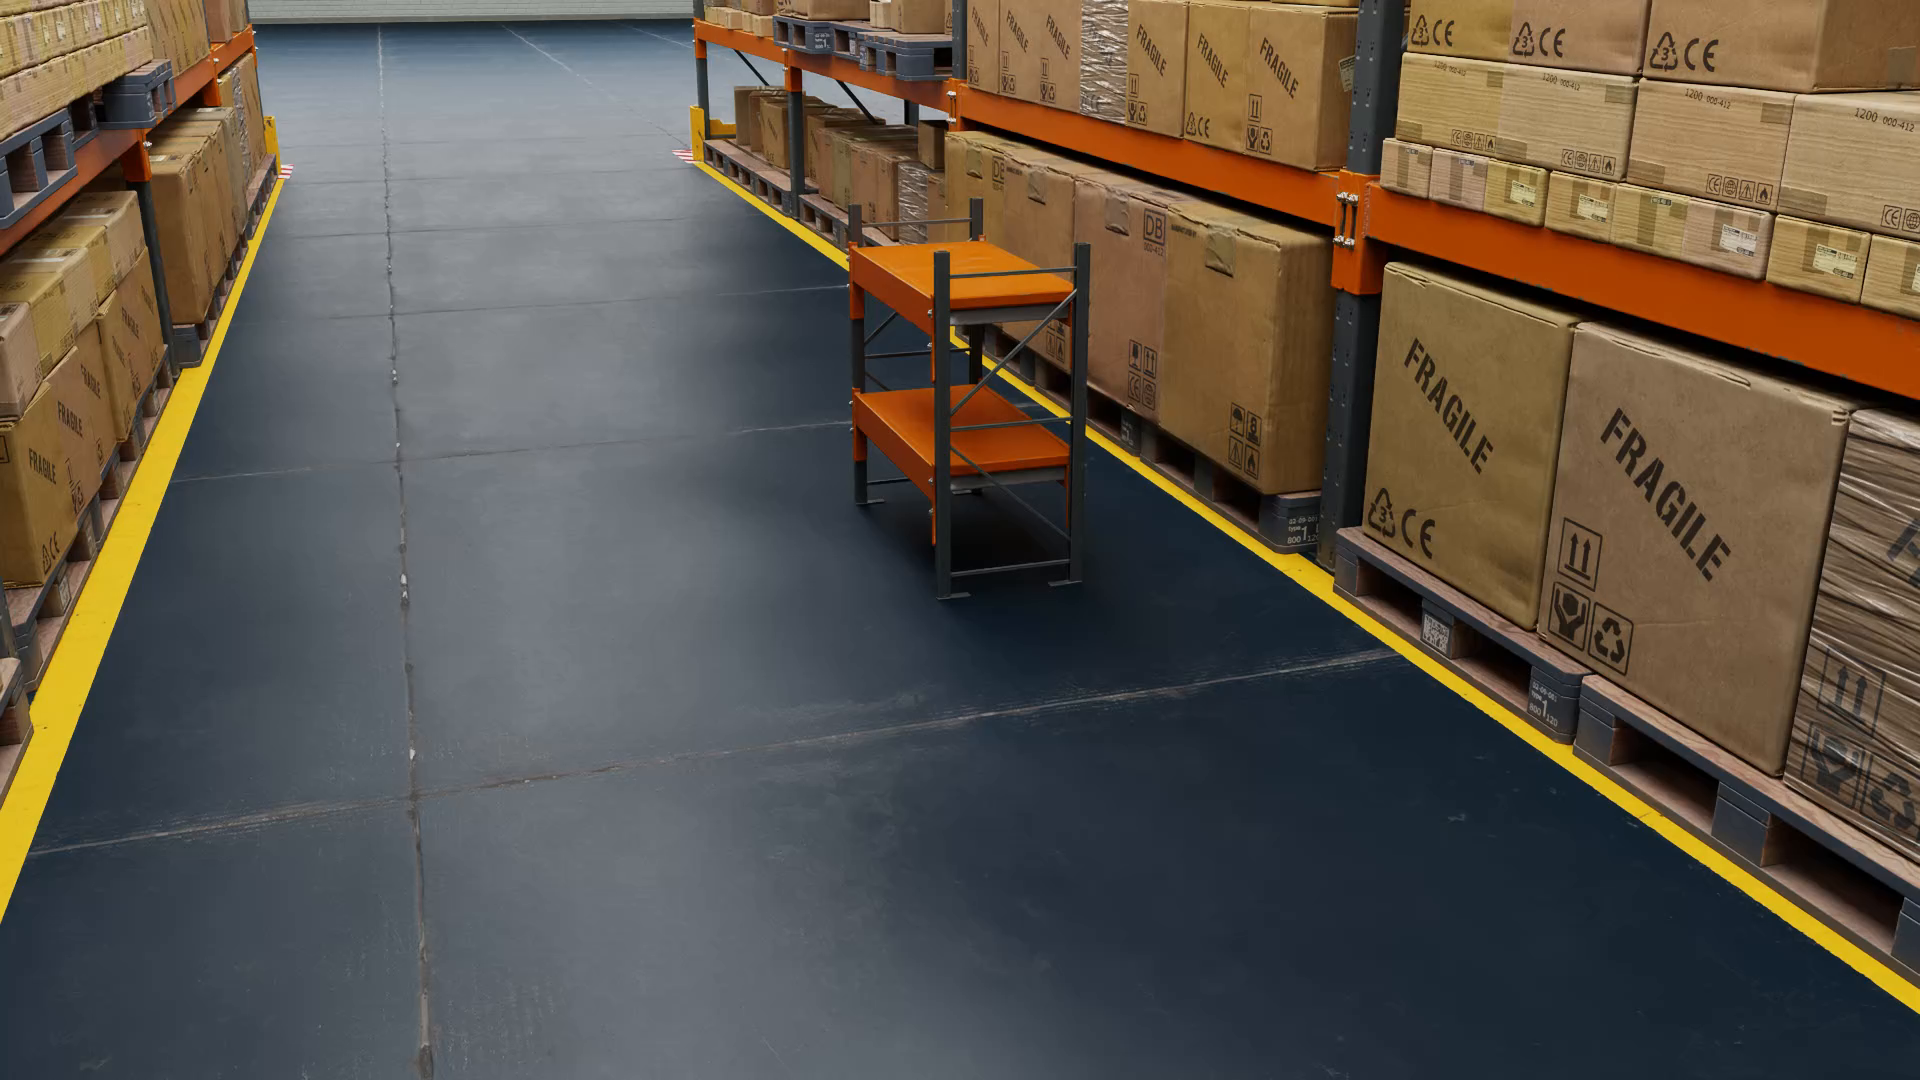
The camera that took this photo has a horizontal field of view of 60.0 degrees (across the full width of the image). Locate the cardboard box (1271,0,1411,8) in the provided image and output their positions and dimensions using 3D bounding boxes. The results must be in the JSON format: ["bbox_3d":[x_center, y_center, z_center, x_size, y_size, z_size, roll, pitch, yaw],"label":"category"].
[{"bbox_3d":[1.500,-2.087,5.657,0.797,0.503,0.637,-7,21,-19],"label":"cardboard box"}]

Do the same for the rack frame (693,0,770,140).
[{"bbox_3d":[-2.063,-5.214,15.996,1.000,3.000,0.127,-6,21,-17],"label":"rack frame"}]

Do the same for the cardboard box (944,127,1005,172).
[{"bbox_3d":[0.212,-2.242,9.660,0.500,0.250,0.500,-6,20,-15],"label":"cardboard box"}]

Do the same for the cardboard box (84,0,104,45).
[{"bbox_3d":[-3.294,-1.848,5.934,0.380,0.149,0.250,-6,21,-16],"label":"cardboard box"}]

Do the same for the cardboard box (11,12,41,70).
[{"bbox_3d":[-2.884,-1.429,4.769,0.380,0.149,0.250,-6,21,-16],"label":"cardboard box"}]

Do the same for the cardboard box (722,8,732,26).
[{"bbox_3d":[-1.905,-4.656,14.814,0.380,0.149,0.250,-6,21,-17],"label":"cardboard box"}]

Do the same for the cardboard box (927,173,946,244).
[{"bbox_3d":[0.222,-1.890,9.789,0.700,0.500,0.500,-8,21,-20],"label":"cardboard box"}]

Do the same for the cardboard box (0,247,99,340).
[{"bbox_3d":[-3.339,-0.843,5.793,0.500,0.250,0.500,-6,20,-15],"label":"cardboard box"}]

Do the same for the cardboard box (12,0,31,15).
[{"bbox_3d":[-2.891,-1.575,4.734,0.380,0.149,0.250,-6,21,-17],"label":"cardboard box"}]

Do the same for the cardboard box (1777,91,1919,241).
[{"bbox_3d":[2.075,-0.769,3.403,0.500,0.250,0.500,-6,21,-17],"label":"cardboard box"}]

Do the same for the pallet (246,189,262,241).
[{"bbox_3d":[-5.711,-2.376,12.219,1.003,0.211,1.213,-6,21,-17],"label":"pallet"}]

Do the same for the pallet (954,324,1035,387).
[{"bbox_3d":[0.627,-1.074,8.593,1.003,0.211,1.213,-6,21,-17],"label":"pallet"}]

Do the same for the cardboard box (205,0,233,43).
[{"bbox_3d":[-5.926,-3.984,12.348,0.875,0.550,0.550,-6,21,-17],"label":"cardboard box"}]

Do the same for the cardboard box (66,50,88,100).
[{"bbox_3d":[-3.135,-1.542,5.522,0.380,0.149,0.250,-7,21,-18],"label":"cardboard box"}]

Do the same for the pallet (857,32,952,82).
[{"bbox_3d":[0.126,-2.774,9.486,1.213,0.211,1.003,-6,21,-17],"label":"pallet"}]

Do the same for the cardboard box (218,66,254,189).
[{"bbox_3d":[-5.965,-3.132,12.720,0.875,0.875,0.875,-6,21,-17],"label":"cardboard box"}]

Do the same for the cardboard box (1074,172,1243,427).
[{"bbox_3d":[1.207,-1.051,6.927,1.225,0.875,0.875,-7,21,-19],"label":"cardboard box"}]

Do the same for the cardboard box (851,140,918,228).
[{"bbox_3d":[-0.325,-2.427,11.284,0.700,0.500,0.500,-8,21,-22],"label":"cardboard box"}]

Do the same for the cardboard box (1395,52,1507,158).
[{"bbox_3d":[1.607,-1.254,4.753,0.500,0.250,0.500,-7,21,-18],"label":"cardboard box"}]

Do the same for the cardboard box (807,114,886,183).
[{"bbox_3d":[-0.894,-3.084,13.143,0.500,0.500,0.500,-7,21,-19],"label":"cardboard box"}]

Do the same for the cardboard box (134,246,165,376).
[{"bbox_3d":[-3.834,-0.990,7.313,0.500,0.500,0.500,-6,21,-17],"label":"cardboard box"}]

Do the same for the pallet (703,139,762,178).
[{"bbox_3d":[-1.818,-3.613,15.663,1.003,0.211,1.213,-6,21,-17],"label":"pallet"}]

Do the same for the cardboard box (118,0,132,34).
[{"bbox_3d":[-3.531,-2.092,6.614,0.380,0.149,0.250,-6,21,-16],"label":"cardboard box"}]

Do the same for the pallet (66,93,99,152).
[{"bbox_3d":[-3.628,-1.431,5.748,1.003,0.211,1.213,-6,21,-17],"label":"pallet"}]

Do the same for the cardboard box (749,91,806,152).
[{"bbox_3d":[-1.663,-3.845,15.261,0.500,0.500,0.500,-1,20,-3],"label":"cardboard box"}]

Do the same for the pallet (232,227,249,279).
[{"bbox_3d":[-5.232,-1.884,10.850,1.003,0.211,1.213,-6,21,-17],"label":"pallet"}]

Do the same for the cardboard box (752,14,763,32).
[{"bbox_3d":[-1.499,-4.257,13.701,0.380,0.149,0.250,-6,21,-17],"label":"cardboard box"}]

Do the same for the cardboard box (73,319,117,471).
[{"bbox_3d":[-3.358,-0.492,5.924,0.500,0.500,0.500,-6,21,-16],"label":"cardboard box"}]

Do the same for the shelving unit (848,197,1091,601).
[{"bbox_3d":[0.002,-0.527,5.720,0.538,1.125,1.048,-6,21,-17],"label":"shelving unit"}]

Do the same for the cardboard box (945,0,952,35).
[{"bbox_3d":[0.243,-3.061,9.231,0.500,0.500,0.500,-9,22,-24],"label":"cardboard box"}]

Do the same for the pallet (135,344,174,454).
[{"bbox_3d":[-4.045,-0.589,7.244,1.003,0.211,1.213,-6,21,-17],"label":"pallet"}]

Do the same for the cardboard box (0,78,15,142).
[{"bbox_3d":[-2.719,-1.123,4.357,0.380,0.149,0.250,-7,21,-20],"label":"cardboard box"}]

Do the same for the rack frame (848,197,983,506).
[{"bbox_3d":[-0.158,-0.690,6.174,0.500,1.125,0.032,-6,21,-17],"label":"rack frame"}]

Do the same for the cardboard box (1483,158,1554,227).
[{"bbox_3d":[1.652,-0.946,4.485,0.380,0.149,0.250,-6,21,-15],"label":"cardboard box"}]

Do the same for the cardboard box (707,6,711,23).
[{"bbox_3d":[-2.140,-4.897,15.484,0.380,0.149,0.250,-6,21,-17],"label":"cardboard box"}]

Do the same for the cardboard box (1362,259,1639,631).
[{"bbox_3d":[1.840,-0.341,4.950,0.875,0.875,0.875,-6,21,-17],"label":"cardboard box"}]

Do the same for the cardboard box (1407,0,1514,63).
[{"bbox_3d":[1.616,-1.605,4.620,0.500,0.500,0.500,-6,21,-17],"label":"cardboard box"}]

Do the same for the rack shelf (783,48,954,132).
[{"bbox_3d":[-0.178,-2.950,10.757,1.077,0.370,4.000,-6,21,-17],"label":"rack shelf"}]

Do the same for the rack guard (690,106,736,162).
[{"bbox_3d":[-2.039,-4.013,16.351,1.175,0.500,0.348,-6,21,-17],"label":"rack guard"}]

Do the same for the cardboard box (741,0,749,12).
[{"bbox_3d":[-1.383,-4.747,14.108,0.875,0.500,0.500,-6,21,-17],"label":"cardboard box"}]

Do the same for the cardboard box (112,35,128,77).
[{"bbox_3d":[-3.465,-1.880,6.463,0.380,0.149,0.250,-7,21,-18],"label":"cardboard box"}]

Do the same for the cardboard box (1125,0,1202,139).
[{"bbox_3d":[0.982,-1.858,6.504,0.500,0.500,0.500,-7,21,-18],"label":"cardboard box"}]

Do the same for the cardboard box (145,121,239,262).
[{"bbox_3d":[-4.966,-2.075,9.964,1.050,0.750,0.750,-6,21,-17],"label":"cardboard box"}]

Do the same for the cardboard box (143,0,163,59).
[{"bbox_3d":[-4.337,-2.535,8.389,0.500,0.500,0.500,-7,21,-18],"label":"cardboard box"}]
